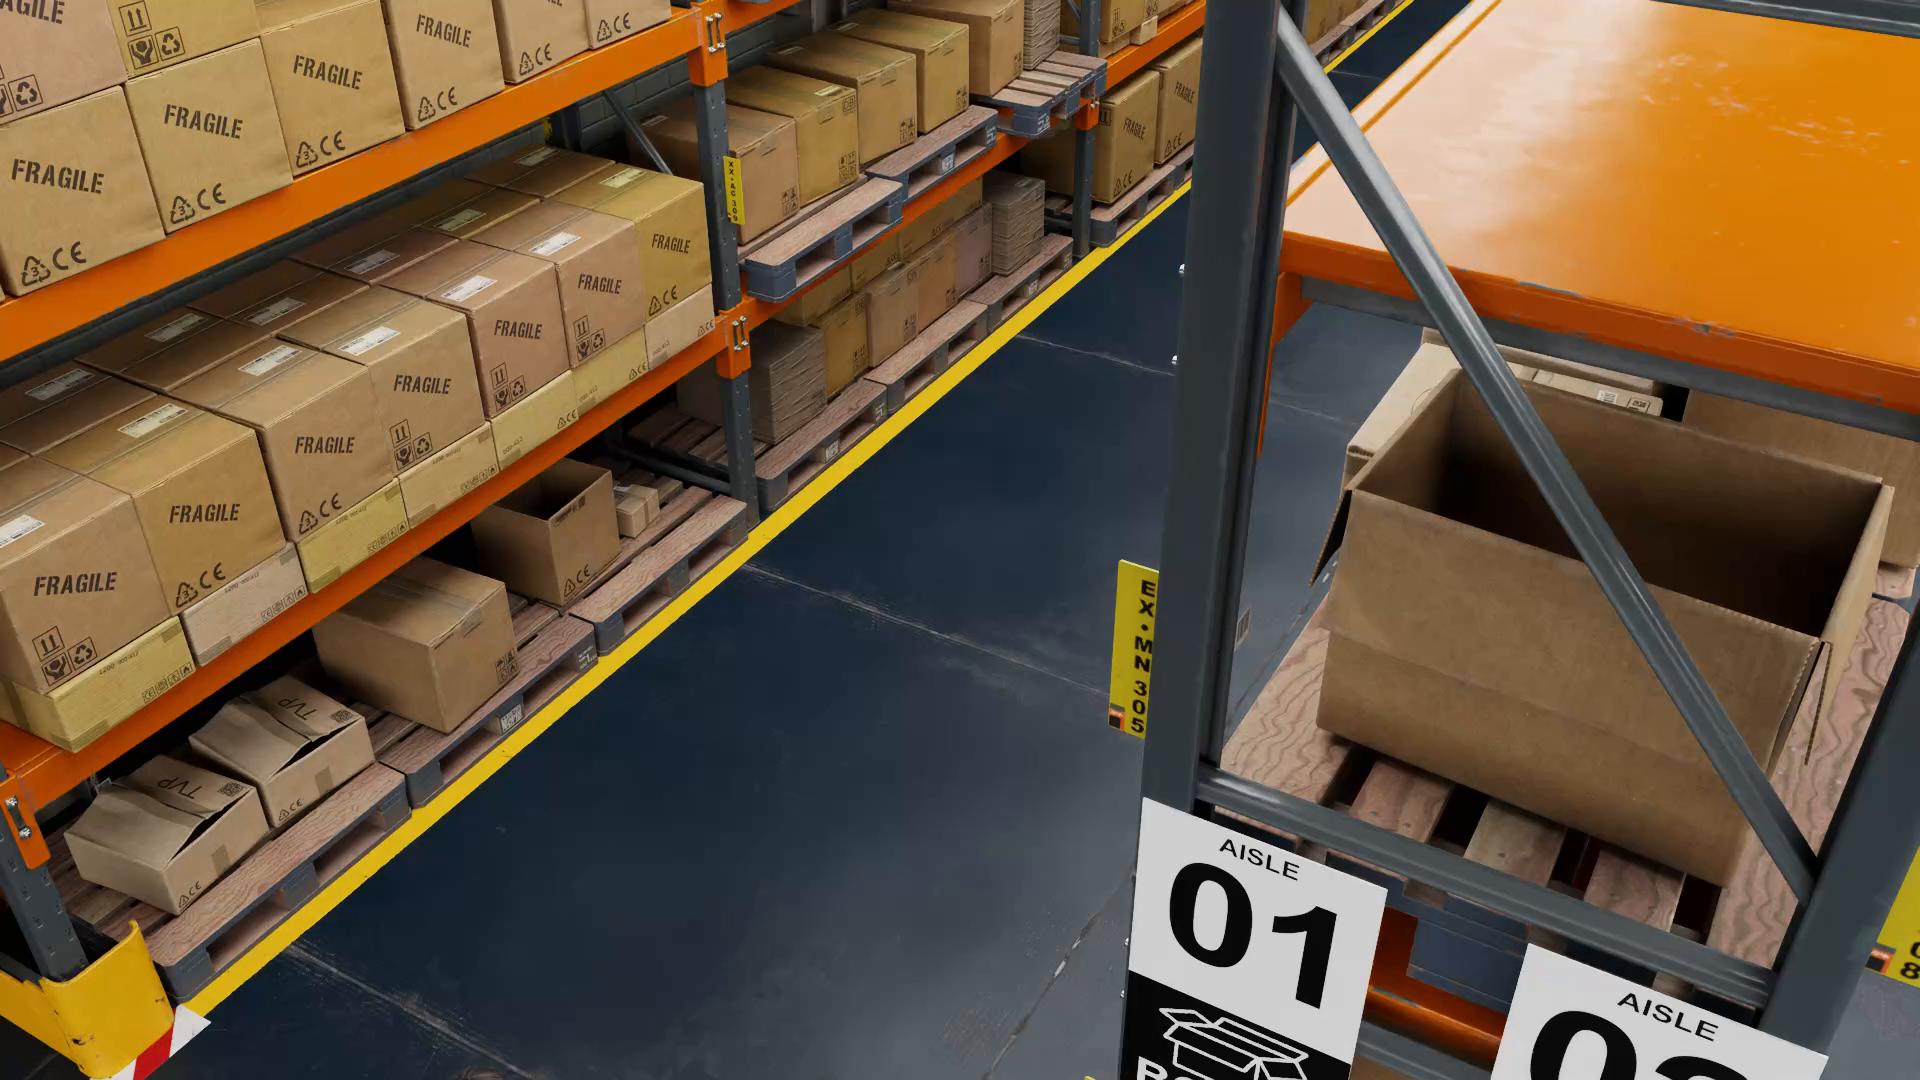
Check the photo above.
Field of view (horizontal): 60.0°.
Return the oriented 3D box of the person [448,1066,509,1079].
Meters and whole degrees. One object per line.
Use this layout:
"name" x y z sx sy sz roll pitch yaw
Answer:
"person" -1.222 1.970 4.503 0.482 1.621 0.736 18 38 24
